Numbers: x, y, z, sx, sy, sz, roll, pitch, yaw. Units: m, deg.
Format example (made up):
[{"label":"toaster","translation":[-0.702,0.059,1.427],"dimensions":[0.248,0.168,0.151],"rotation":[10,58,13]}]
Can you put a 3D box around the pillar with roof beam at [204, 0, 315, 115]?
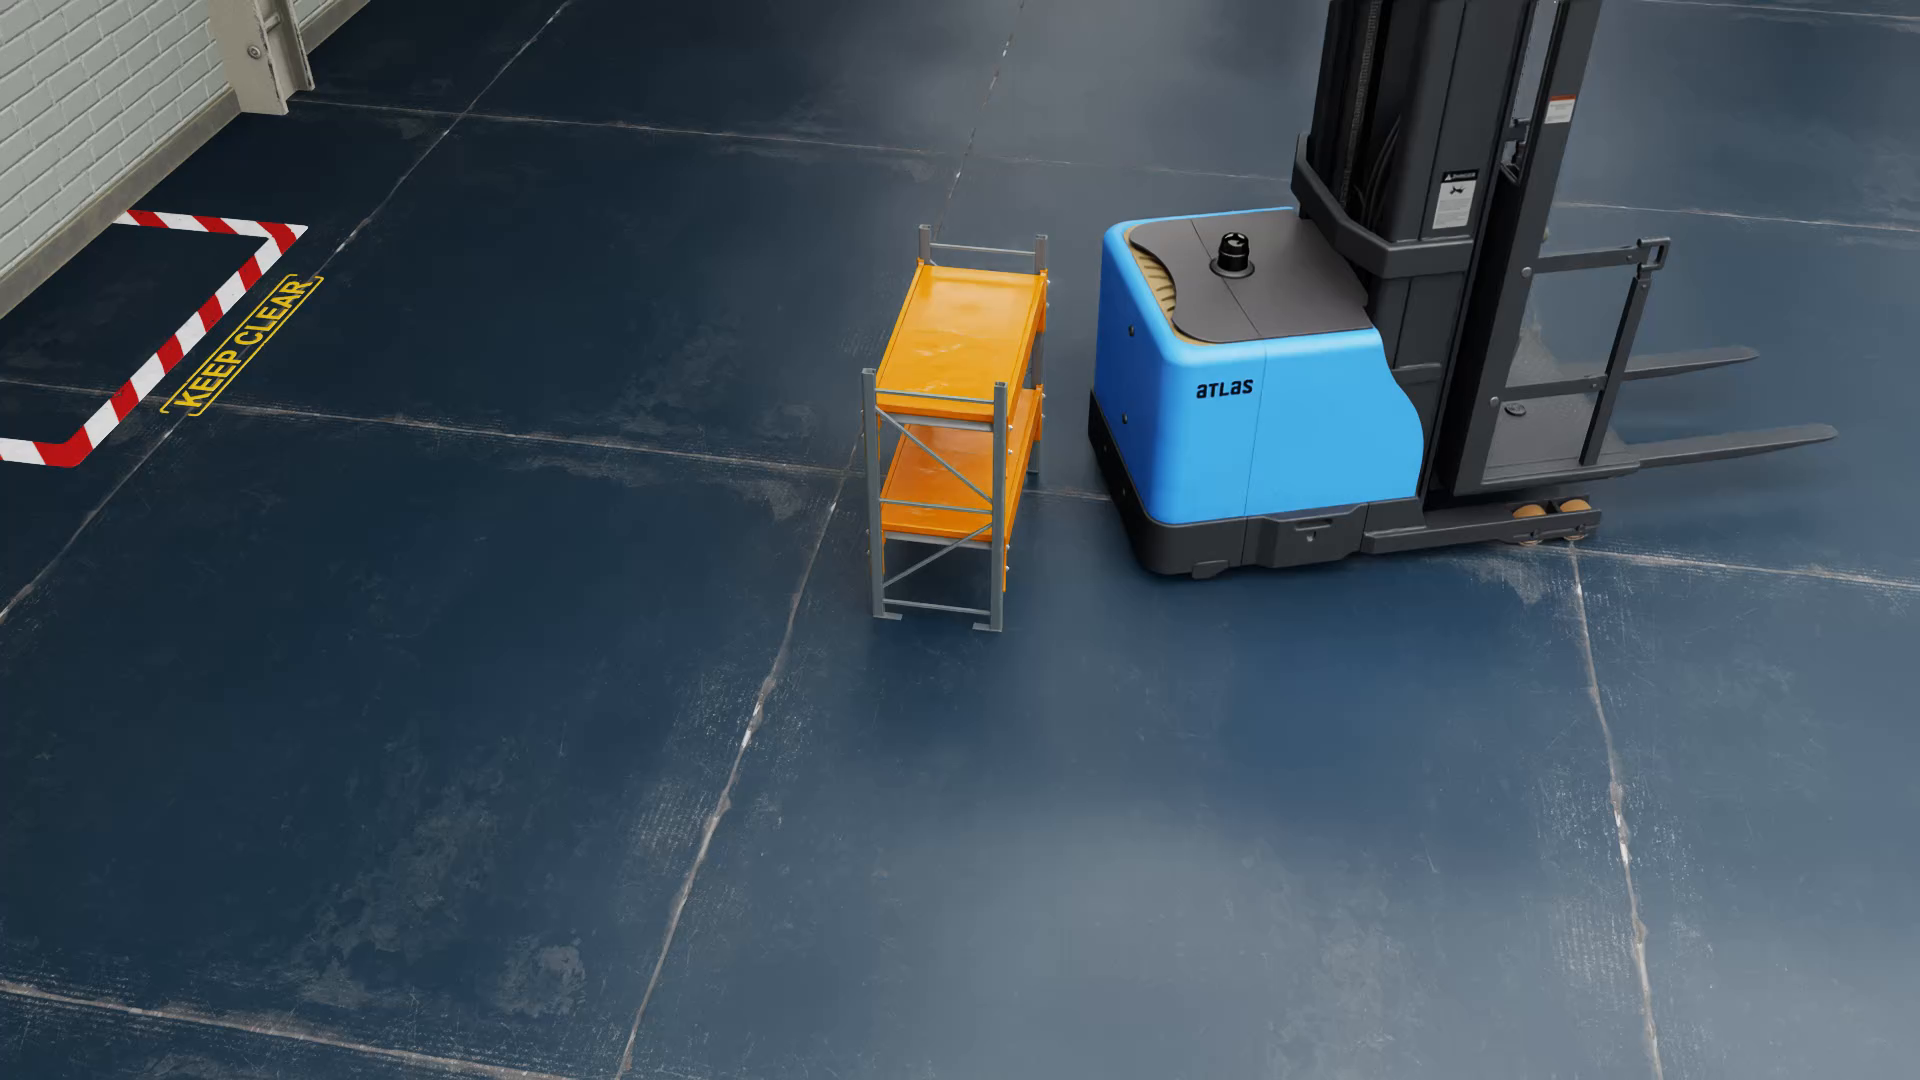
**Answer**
[{"label":"pillar with roof beam","translation":[0.153,-5.631,6.498],"dimensions":[9.100,9.000,0.400],"rotation":[6,40,8]}]

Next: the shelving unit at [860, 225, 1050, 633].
[{"label":"shelving unit","translation":[0.001,-0.438,6.397],"dimensions":[0.538,1.125,1.048],"rotation":[6,40,8]}]

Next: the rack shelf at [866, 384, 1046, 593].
[{"label":"rack shelf","translation":[0.001,-0.249,6.553],"dimensions":[0.538,0.278,1.000],"rotation":[6,40,8]}]

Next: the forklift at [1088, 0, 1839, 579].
[{"label":"forklift","translation":[2.120,-1.432,6.182],"dimensions":[3.031,2.935,1.130],"rotation":[-7,40,-8]}]

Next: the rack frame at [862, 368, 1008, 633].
[{"label":"rack frame","translation":[-0.087,-0.119,6.011],"dimensions":[0.500,1.125,0.032],"rotation":[6,40,8]}]

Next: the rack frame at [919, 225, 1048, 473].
[{"label":"rack frame","translation":[0.089,-0.757,6.783],"dimensions":[0.500,1.125,0.032],"rotation":[6,40,8]}]

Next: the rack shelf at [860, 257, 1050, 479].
[{"label":"rack shelf","translation":[0.001,-0.663,6.210],"dimensions":[0.538,0.278,1.000],"rotation":[6,40,8]}]
